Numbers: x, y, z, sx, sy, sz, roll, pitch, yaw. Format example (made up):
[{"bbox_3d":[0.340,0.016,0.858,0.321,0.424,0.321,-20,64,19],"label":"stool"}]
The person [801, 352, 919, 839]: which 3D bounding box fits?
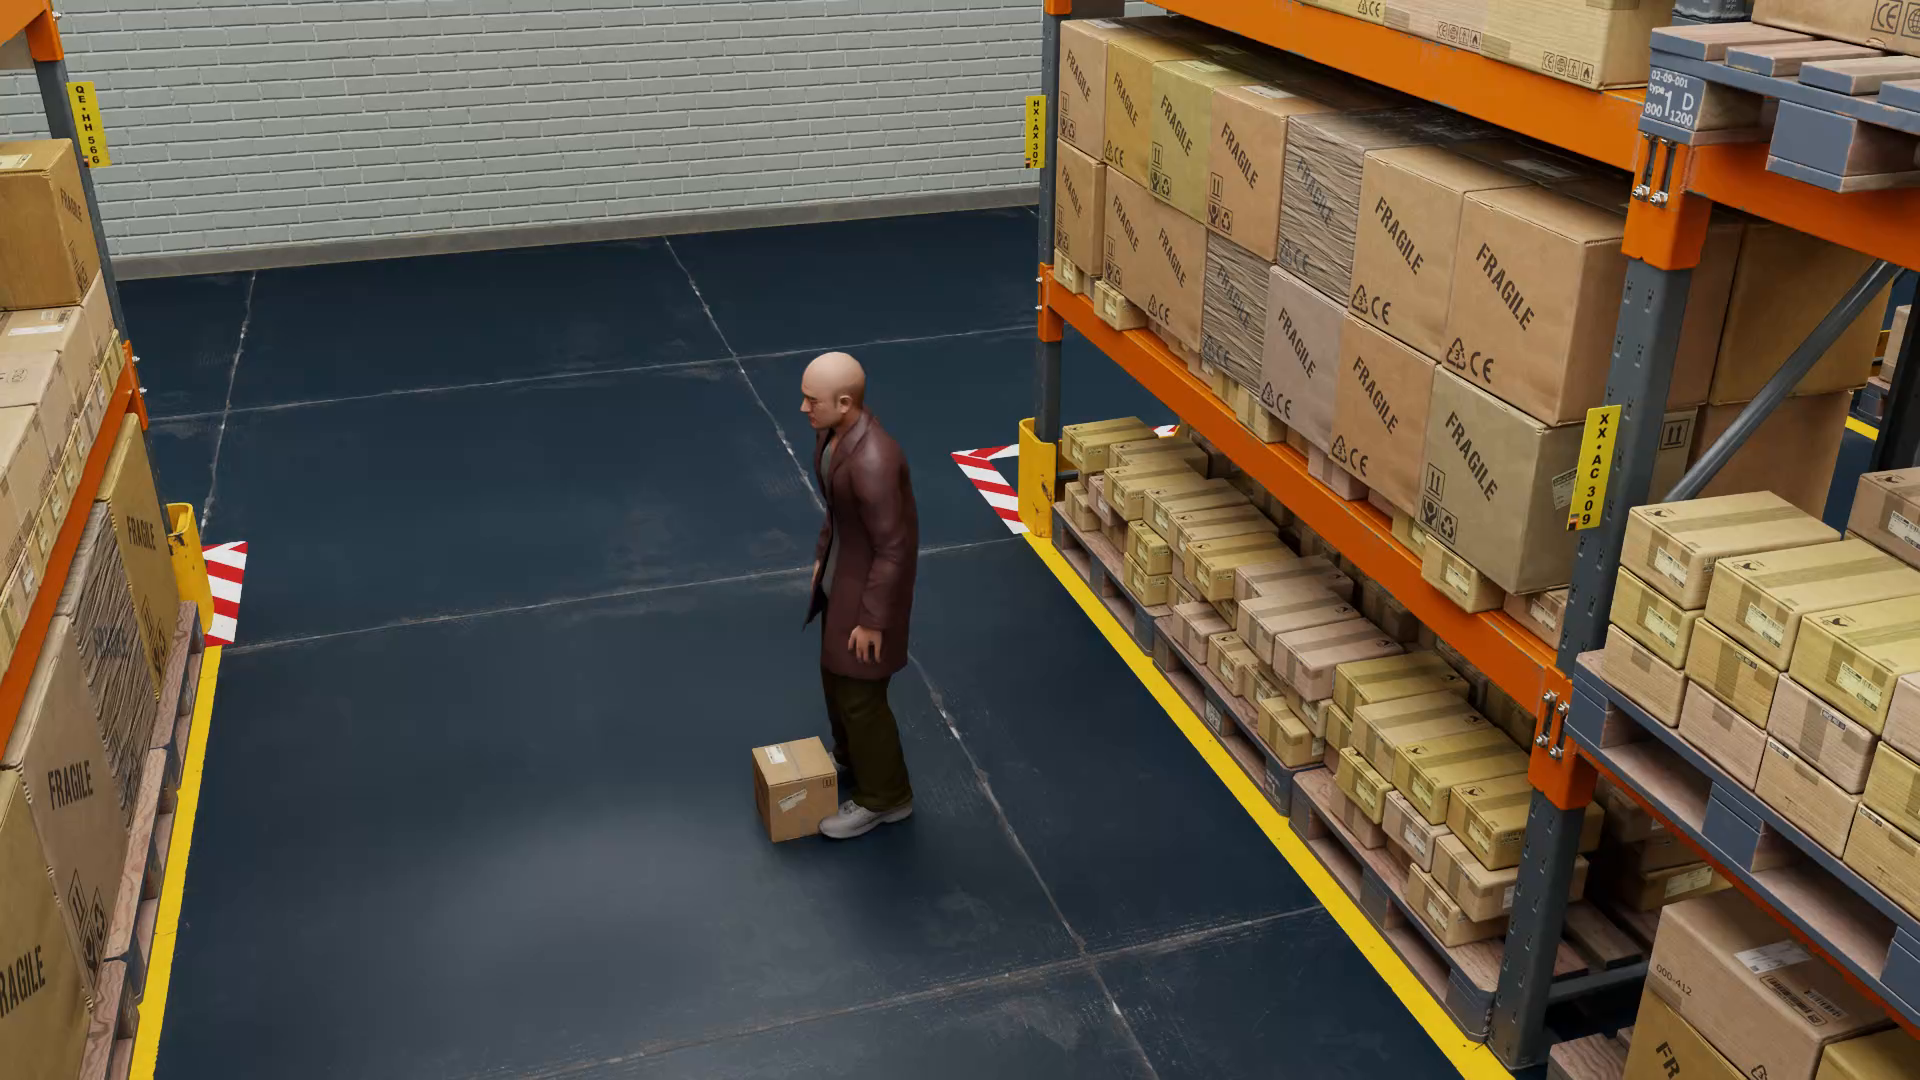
[{"bbox_3d":[-0.360,0.182,5.757,0.418,1.774,0.649,-8,27,-17],"label":"person"}]
